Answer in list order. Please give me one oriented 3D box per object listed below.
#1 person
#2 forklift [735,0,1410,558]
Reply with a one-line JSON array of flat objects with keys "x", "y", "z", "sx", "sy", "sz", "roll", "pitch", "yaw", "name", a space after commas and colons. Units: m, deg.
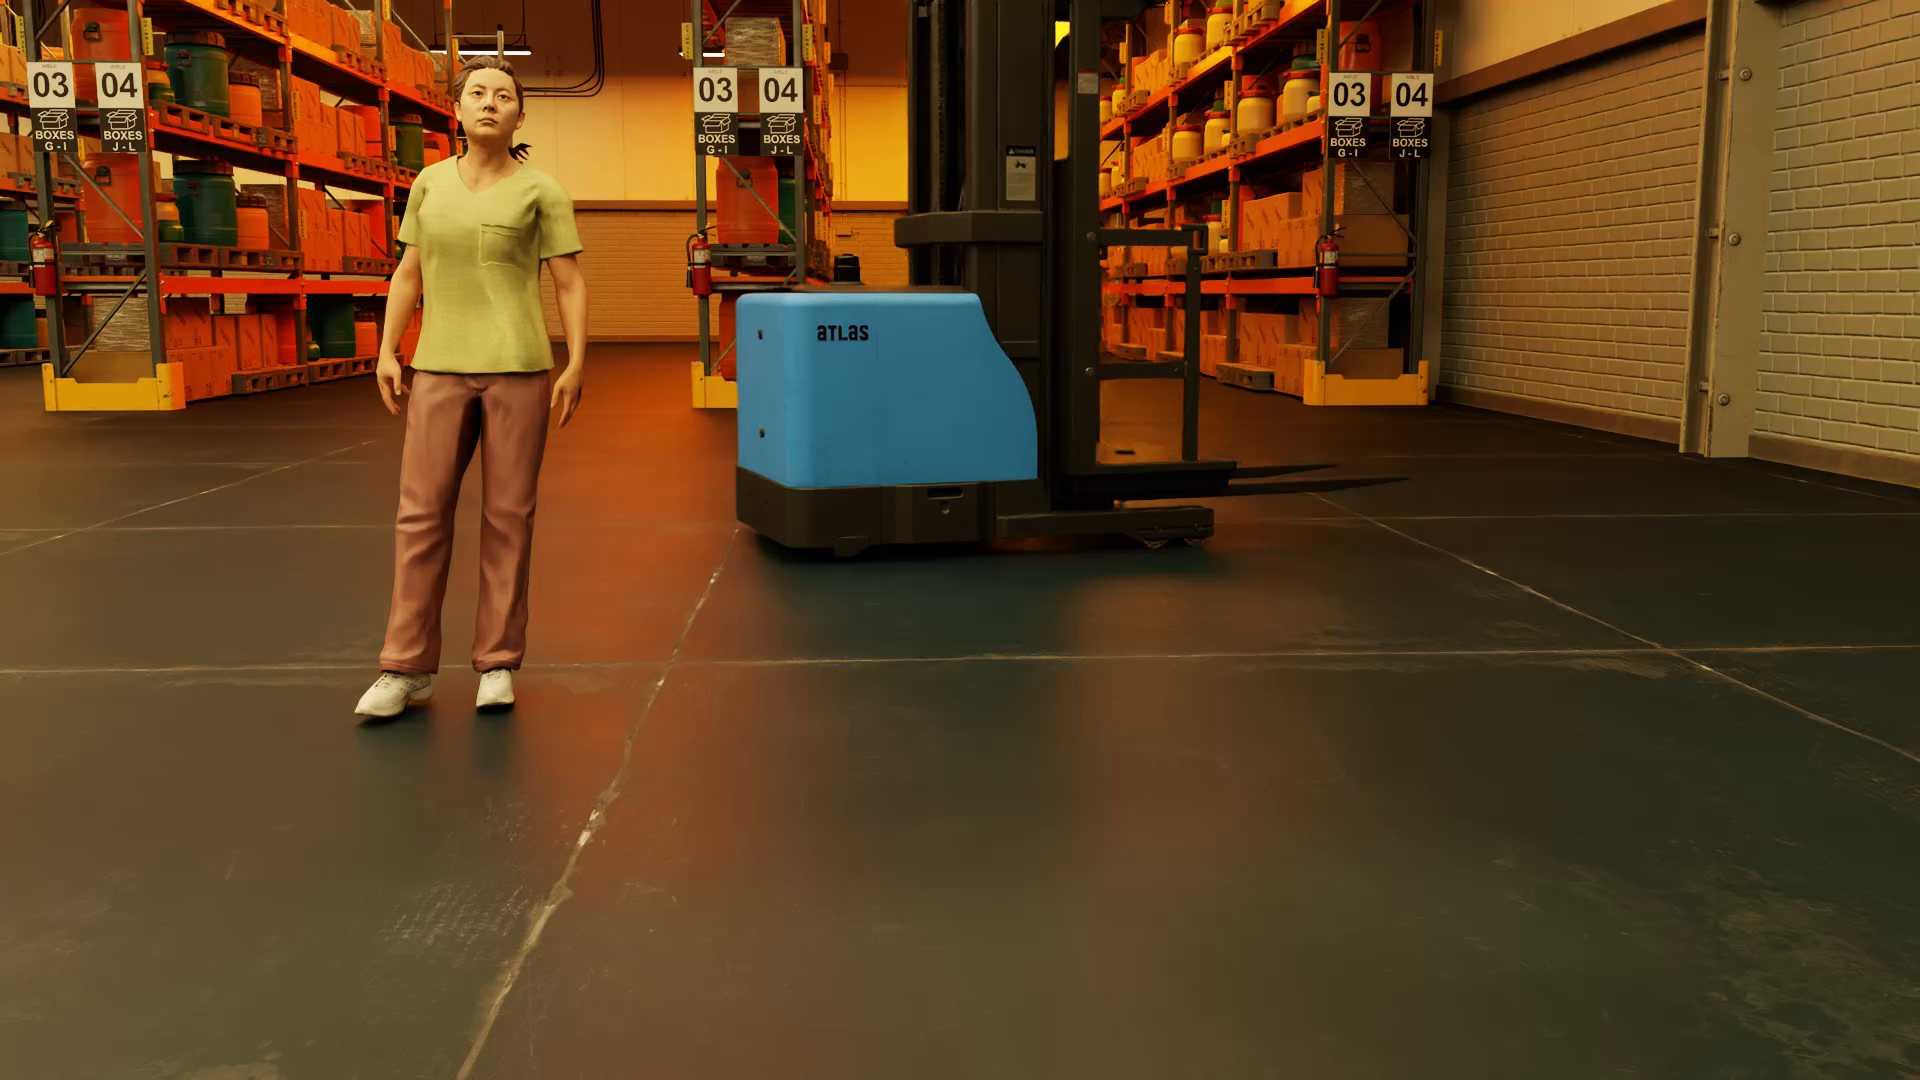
[{"x": -1.256, "y": -0.408, "z": 4.303, "sx": 0.554, "sy": 1.676, "sz": 0.550, "roll": 0, "pitch": 8, "yaw": -2, "name": "person"}, {"x": 0.568, "y": -1.489, "z": 7.359, "sx": 3.031, "sy": 2.935, "sz": 1.130, "roll": -3, "pitch": 9, "yaw": -20, "name": "forklift"}]
